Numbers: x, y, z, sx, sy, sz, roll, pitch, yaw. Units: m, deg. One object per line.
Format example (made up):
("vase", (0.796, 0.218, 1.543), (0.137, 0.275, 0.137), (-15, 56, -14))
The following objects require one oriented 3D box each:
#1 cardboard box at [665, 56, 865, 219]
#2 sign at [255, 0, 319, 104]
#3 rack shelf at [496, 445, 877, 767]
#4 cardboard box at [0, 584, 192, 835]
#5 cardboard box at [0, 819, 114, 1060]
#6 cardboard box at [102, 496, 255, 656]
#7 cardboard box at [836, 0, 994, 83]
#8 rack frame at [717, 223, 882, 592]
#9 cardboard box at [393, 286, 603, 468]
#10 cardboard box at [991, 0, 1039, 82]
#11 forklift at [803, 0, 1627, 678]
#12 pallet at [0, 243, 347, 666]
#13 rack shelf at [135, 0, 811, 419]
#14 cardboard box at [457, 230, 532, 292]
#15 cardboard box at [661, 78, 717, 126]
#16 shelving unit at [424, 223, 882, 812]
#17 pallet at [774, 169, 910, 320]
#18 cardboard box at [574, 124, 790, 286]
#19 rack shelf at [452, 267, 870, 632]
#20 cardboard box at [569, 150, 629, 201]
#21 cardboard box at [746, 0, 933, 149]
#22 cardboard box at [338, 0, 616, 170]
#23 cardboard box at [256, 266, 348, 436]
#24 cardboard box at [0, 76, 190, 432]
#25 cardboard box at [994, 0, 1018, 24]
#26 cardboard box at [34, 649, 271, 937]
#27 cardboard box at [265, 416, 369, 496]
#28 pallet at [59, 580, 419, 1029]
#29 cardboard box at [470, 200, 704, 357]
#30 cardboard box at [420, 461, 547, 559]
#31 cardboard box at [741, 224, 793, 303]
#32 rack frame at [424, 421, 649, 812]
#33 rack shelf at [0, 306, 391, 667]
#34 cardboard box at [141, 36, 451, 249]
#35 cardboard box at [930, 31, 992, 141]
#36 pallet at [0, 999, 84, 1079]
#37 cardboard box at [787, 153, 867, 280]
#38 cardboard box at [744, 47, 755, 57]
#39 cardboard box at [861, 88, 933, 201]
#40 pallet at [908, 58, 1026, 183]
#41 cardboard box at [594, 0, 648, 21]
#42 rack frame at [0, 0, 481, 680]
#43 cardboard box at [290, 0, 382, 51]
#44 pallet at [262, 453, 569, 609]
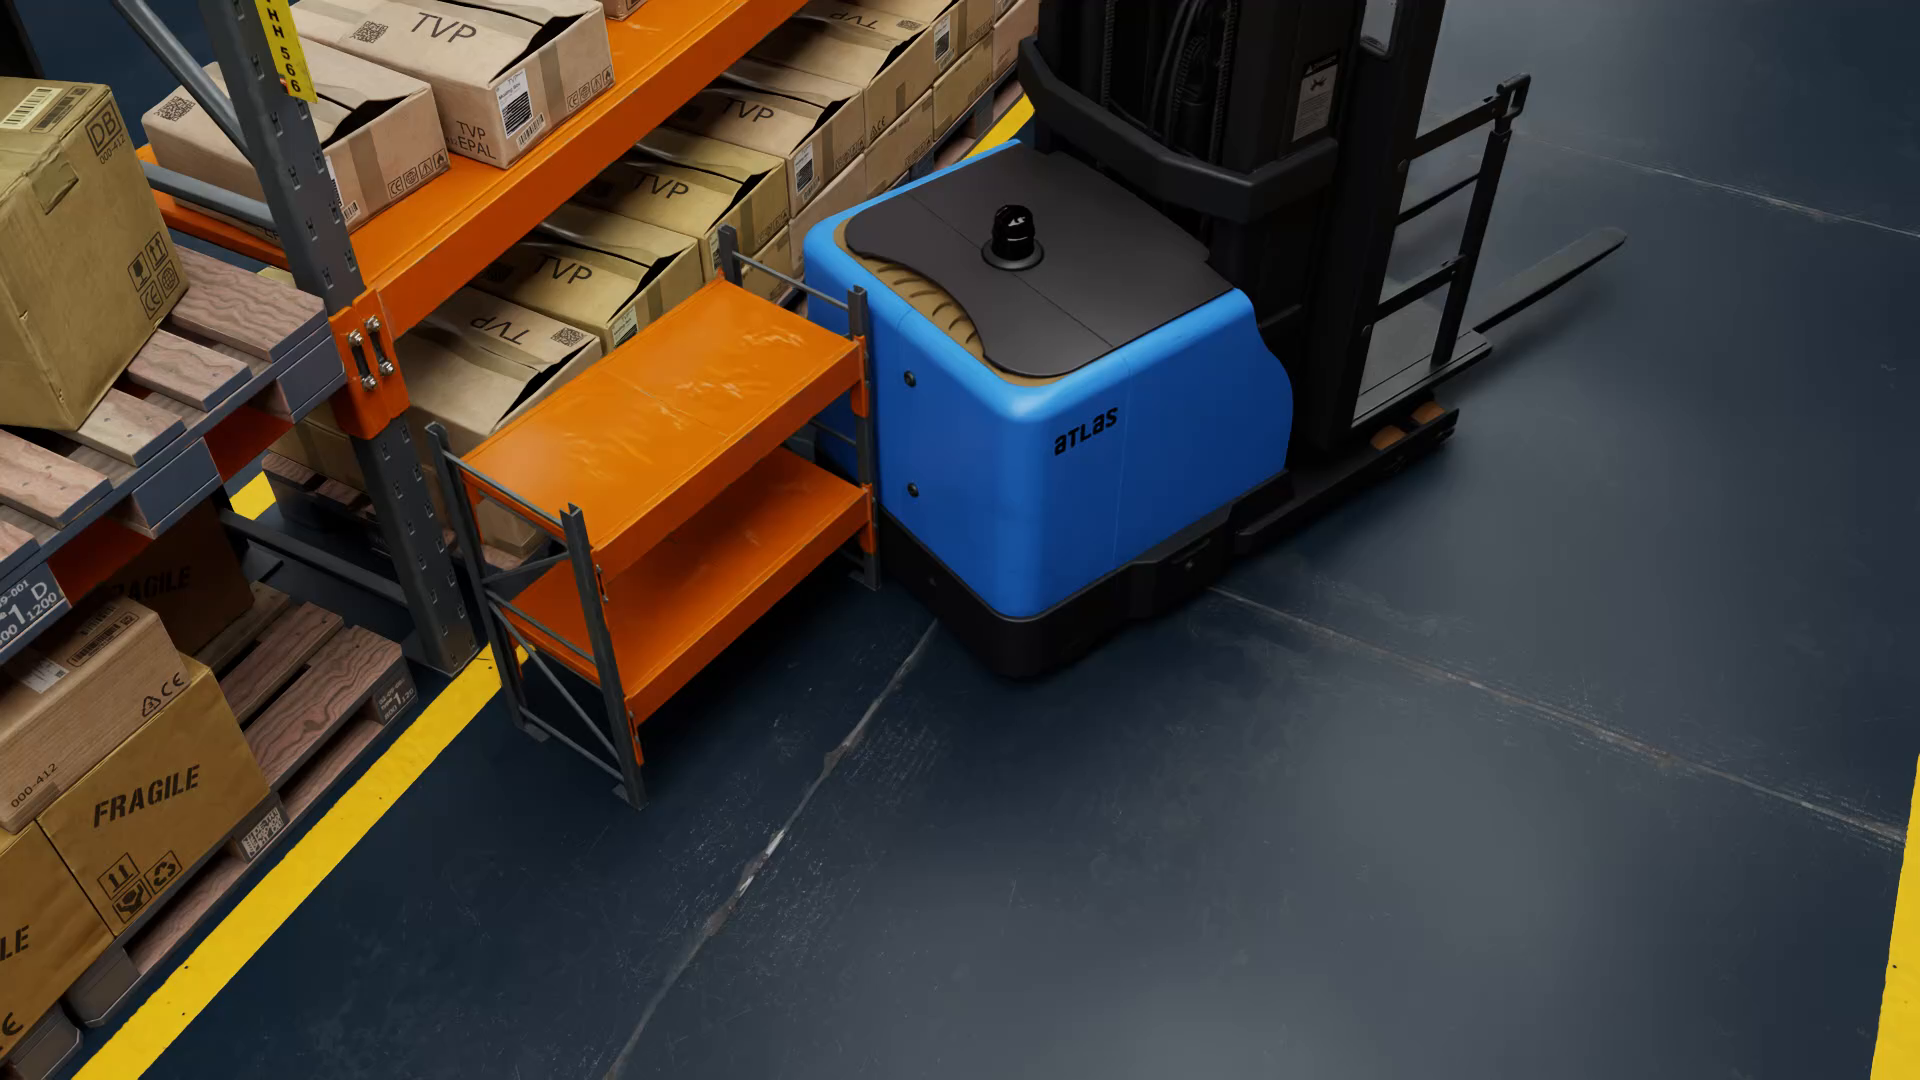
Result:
("cardboard box", (-0.673, -1.439, 5.807), (0.500, 0.311, 0.500), (20, 49, 19))
("sign", (-1.405, -1.056, 3.426), (0.100, 0.325, 0.005), (20, 49, 19))
("rack shelf", (-0.754, 0.111, 4.694), (0.538, 0.278, 1.000), (28, 52, 25))
("cardboard box", (-2.139, 0.314, 3.752), (0.500, 0.250, 0.500), (22, 49, 21))
("cardboard box", (-2.357, 0.867, 3.733), (0.500, 0.500, 0.500), (19, 48, 18))
("cardboard box", (-2.354, 0.066, 4.523), (0.500, 0.500, 0.500), (22, 49, 21))
("cardboard box", (-0.203, -2.068, 6.429), (0.500, 0.311, 0.500), (22, 49, 20))
("rack frame", (-0.449, -0.351, 4.806), (0.500, 1.125, 0.032), (28, 52, 25))
("cardboard box", (-1.387, -0.461, 4.840), (0.500, 0.311, 0.500), (22, 49, 20))
("cardboard box", (0.031, -2.194, 6.947), (0.500, 0.250, 0.500), (20, 49, 19))
("forklift", (1.023, -1.510, 4.681), (3.031, 2.935, 1.130), (-29, 52, -26))
("pallet", (-2.142, -0.332, 3.604), (1.213, 0.211, 1.003), (20, 49, 19))
("rack shelf", (-0.961, -1.857, 5.482), (1.077, 0.370, 4.000), (20, 49, 19))
("cardboard box", (-1.629, -0.969, 5.342), (0.500, 0.311, 0.500), (20, 49, 18))
("cardboard box", (-1.158, -1.601, 5.967), (0.500, 0.311, 0.500), (22, 49, 20))
("shelving unit", (-0.754, -0.061, 4.520), (0.538, 1.125, 1.048), (28, 52, 25))
("pallet", (-0.906, -1.141, 6.229), (1.003, 0.211, 1.213), (20, 49, 19))
("cardboard box", (-0.911, -1.115, 5.487), (0.500, 0.311, 0.500), (19, 48, 18))
("rack shelf", (-0.754, -0.267, 4.312), (0.538, 0.278, 1.000), (28, 52, 25))
("cardboard box", (-1.393, -1.286, 5.656), (0.500, 0.311, 0.500), (20, 49, 19))
("cardboard box", (-0.437, -1.755, 6.119), (0.500, 0.311, 0.500), (20, 49, 19))
("cardboard box", (-1.303, -1.318, 4.506), (0.500, 0.311, 0.500), (20, 49, 19))
("cardboard box", (-1.865, -0.639, 5.017), (0.500, 0.311, 0.500), (22, 49, 20))
("cardboard box", (-2.082, -0.599, 3.367), (0.700, 0.500, 0.500), (6, 46, 6))
("cardboard box", (0.033, -2.398, 6.755), (0.500, 0.311, 0.500), (20, 49, 19))
("cardboard box", (-2.116, 0.541, 4.055), (0.500, 0.500, 0.500), (22, 49, 21))
("cardboard box", (-1.862, -0.443, 5.217), (0.500, 0.250, 0.500), (22, 49, 20))
("pallet", (-2.270, 0.588, 4.520), (1.003, 0.211, 1.213), (20, 49, 19))
("cardboard box", (-1.150, -0.795, 5.170), (0.500, 0.311, 0.500), (19, 48, 18))
("cardboard box", (-1.387, -0.264, 5.040), (0.500, 0.250, 0.500), (20, 49, 19))
("cardboard box", (-0.918, -0.910, 5.679), (0.500, 0.250, 0.500), (19, 48, 18))
("rack frame", (-1.059, 0.228, 4.234), (0.500, 1.125, 0.032), (28, 52, 25))
("rack shelf", (-2.818, 0.663, 2.992), (1.077, 0.370, 4.000), (20, 49, 19))
("cardboard box", (-1.682, -1.033, 4.225), (0.500, 0.311, 0.500), (23, 50, 21))
("cardboard box", (-0.205, -1.876, 6.633), (0.500, 0.250, 0.500), (20, 49, 18))
("pallet", (-2.837, 1.354, 3.764), (1.003, 0.211, 1.213), (20, 49, 19))
("cardboard box", (-0.680, -1.233, 5.998), (0.500, 0.250, 0.500), (21, 49, 20))
("cardboard box", (-0.922, -1.930, 6.292), (0.500, 0.311, 0.500), (19, 48, 18))
("cardboard box", (-0.442, -1.553, 6.314), (0.500, 0.250, 0.500), (21, 49, 20))
("pallet", (-0.340, -1.913, 6.992), (1.003, 0.211, 1.213), (20, 49, 19))
("cardboard box", (-1.125, -1.948, 4.996), (0.500, 0.500, 0.500), (18, 48, 17))
("rack frame", (-1.890, -0.850, 3.981), (1.000, 3.000, 0.127), (20, 49, 19))
("cardboard box", (-1.717, -1.419, 4.721), (0.380, 0.149, 0.250), (20, 49, 19))
("pallet", (-1.473, -0.375, 5.473), (1.003, 0.211, 1.213), (20, 49, 19))
